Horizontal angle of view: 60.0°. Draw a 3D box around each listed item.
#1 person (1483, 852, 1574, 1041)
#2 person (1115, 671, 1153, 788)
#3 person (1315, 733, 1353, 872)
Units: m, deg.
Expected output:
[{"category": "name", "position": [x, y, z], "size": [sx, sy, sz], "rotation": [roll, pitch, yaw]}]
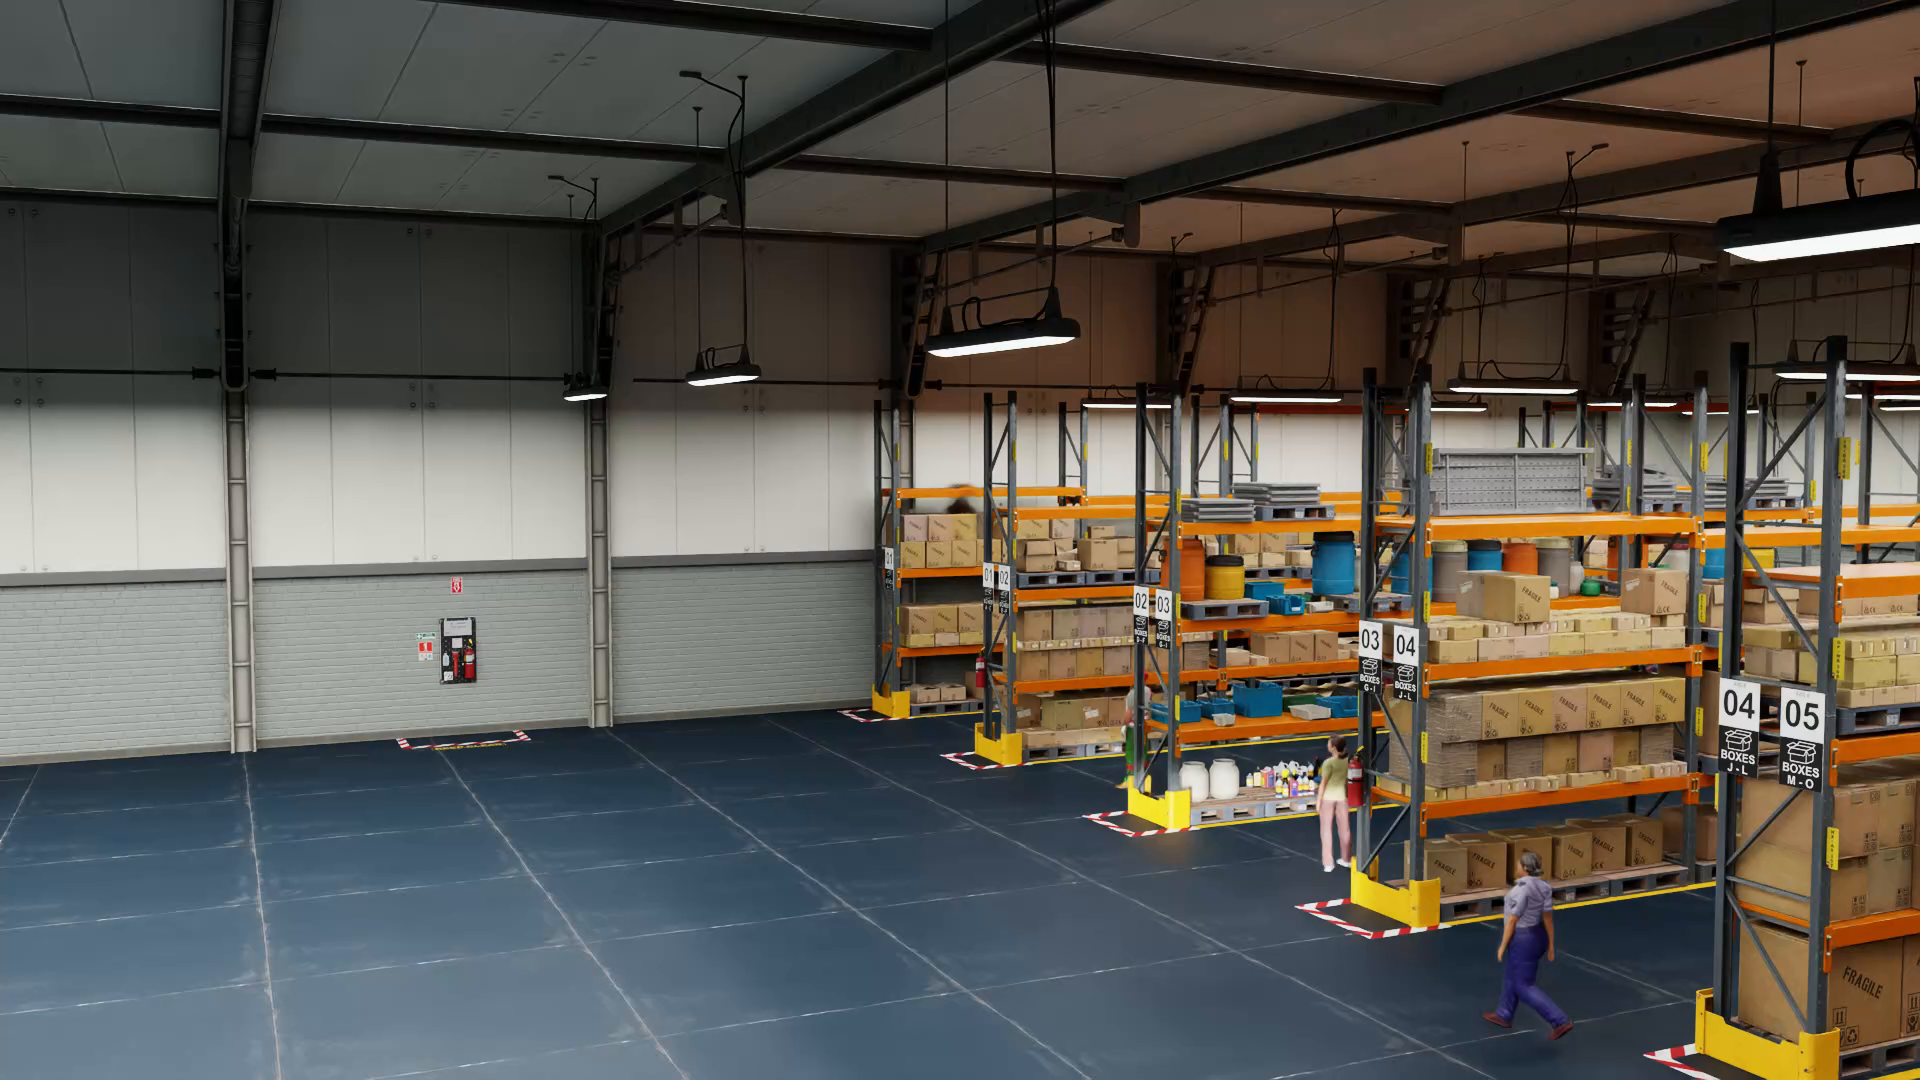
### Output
[{"category": "person", "position": [4.915, 3.519, 14.446], "size": [0.900, 1.601, 0.472], "rotation": [3, 4, 41]}, {"category": "person", "position": [2.623, 2.779, 24.994], "size": [0.493, 1.736, 0.567], "rotation": [2, 4, 26]}, {"category": "person", "position": [4.530, 3.156, 20.138], "size": [0.512, 1.669, 0.503], "rotation": [-1, 3, -10]}]
